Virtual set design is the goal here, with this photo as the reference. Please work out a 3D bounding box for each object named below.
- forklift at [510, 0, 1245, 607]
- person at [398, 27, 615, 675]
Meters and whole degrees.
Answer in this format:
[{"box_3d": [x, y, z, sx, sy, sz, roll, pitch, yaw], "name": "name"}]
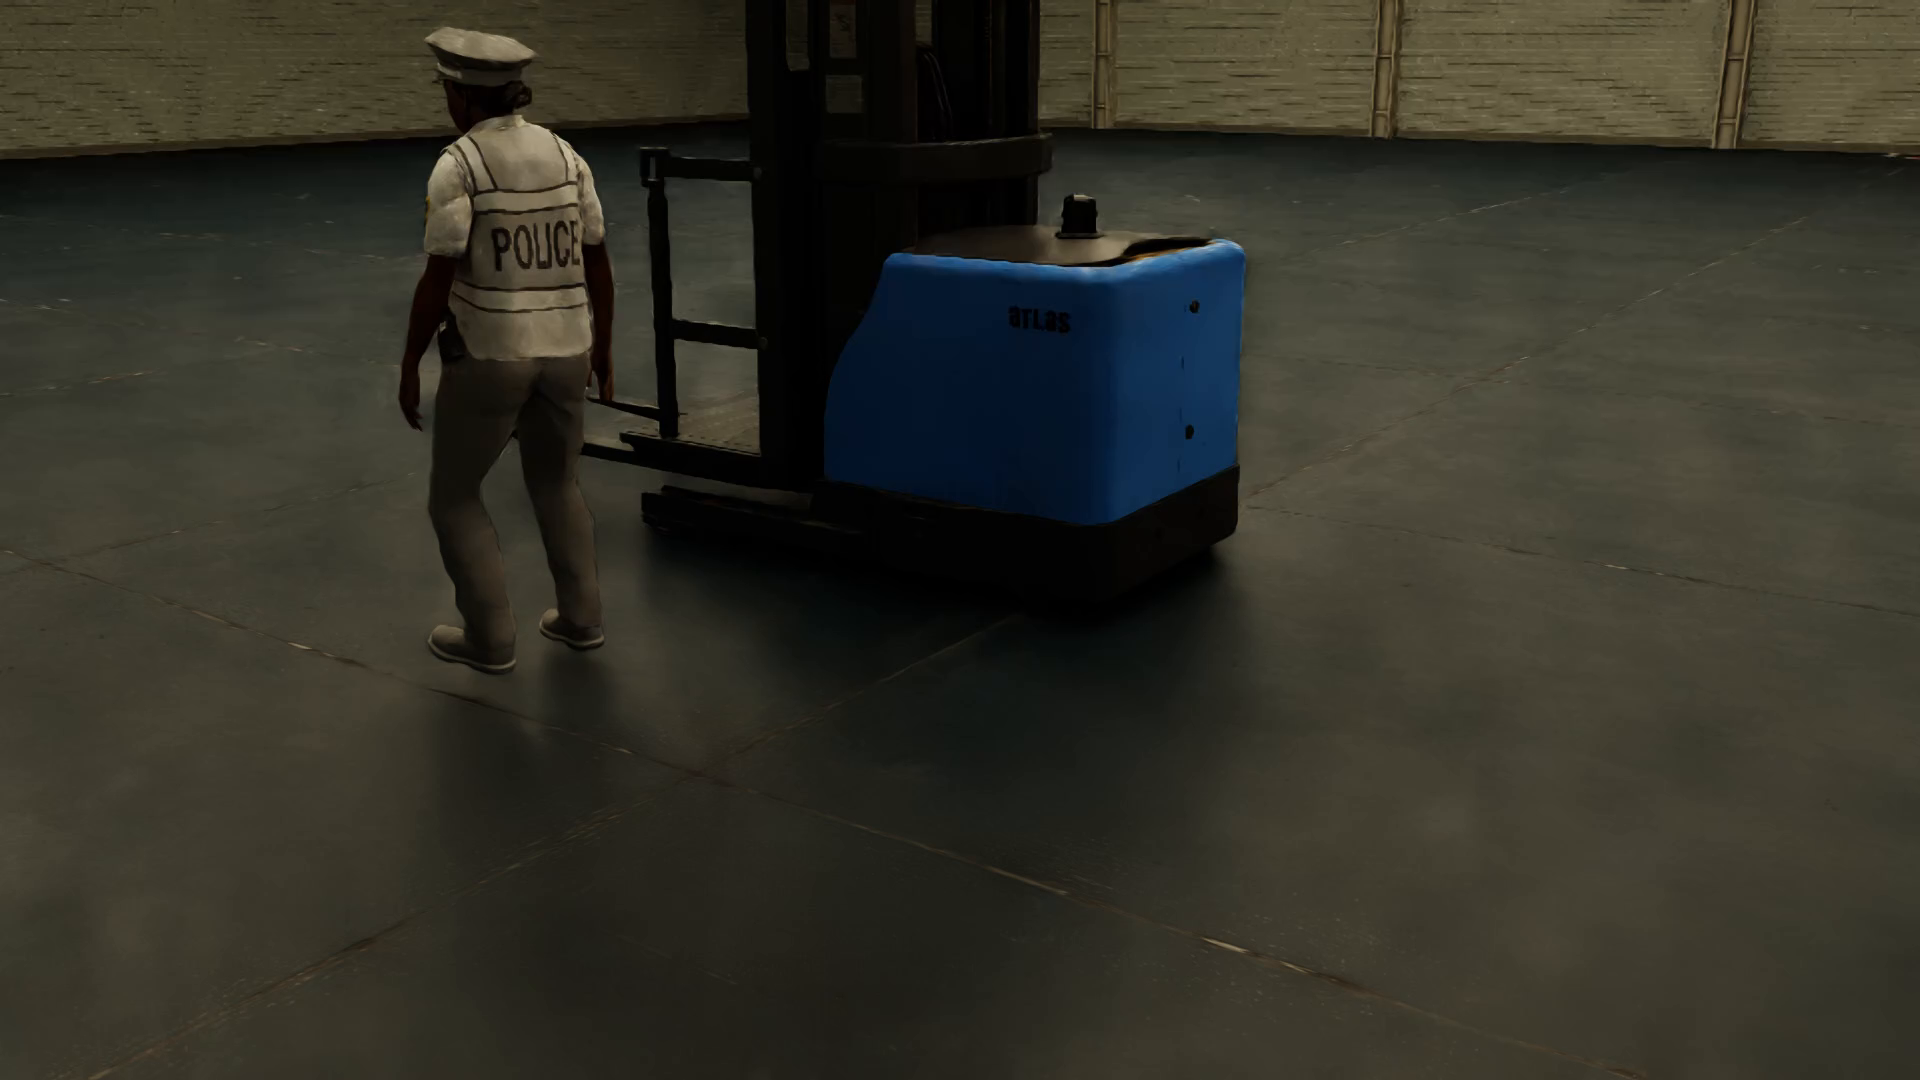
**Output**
[{"box_3d": [-0.538, -1.503, 5.858, 3.031, 2.935, 1.130, 11, 20, 33], "name": "forklift"}, {"box_3d": [-1.187, -0.471, 4.363, 0.400, 1.673, 0.603, 14, 22, 39], "name": "person"}]
